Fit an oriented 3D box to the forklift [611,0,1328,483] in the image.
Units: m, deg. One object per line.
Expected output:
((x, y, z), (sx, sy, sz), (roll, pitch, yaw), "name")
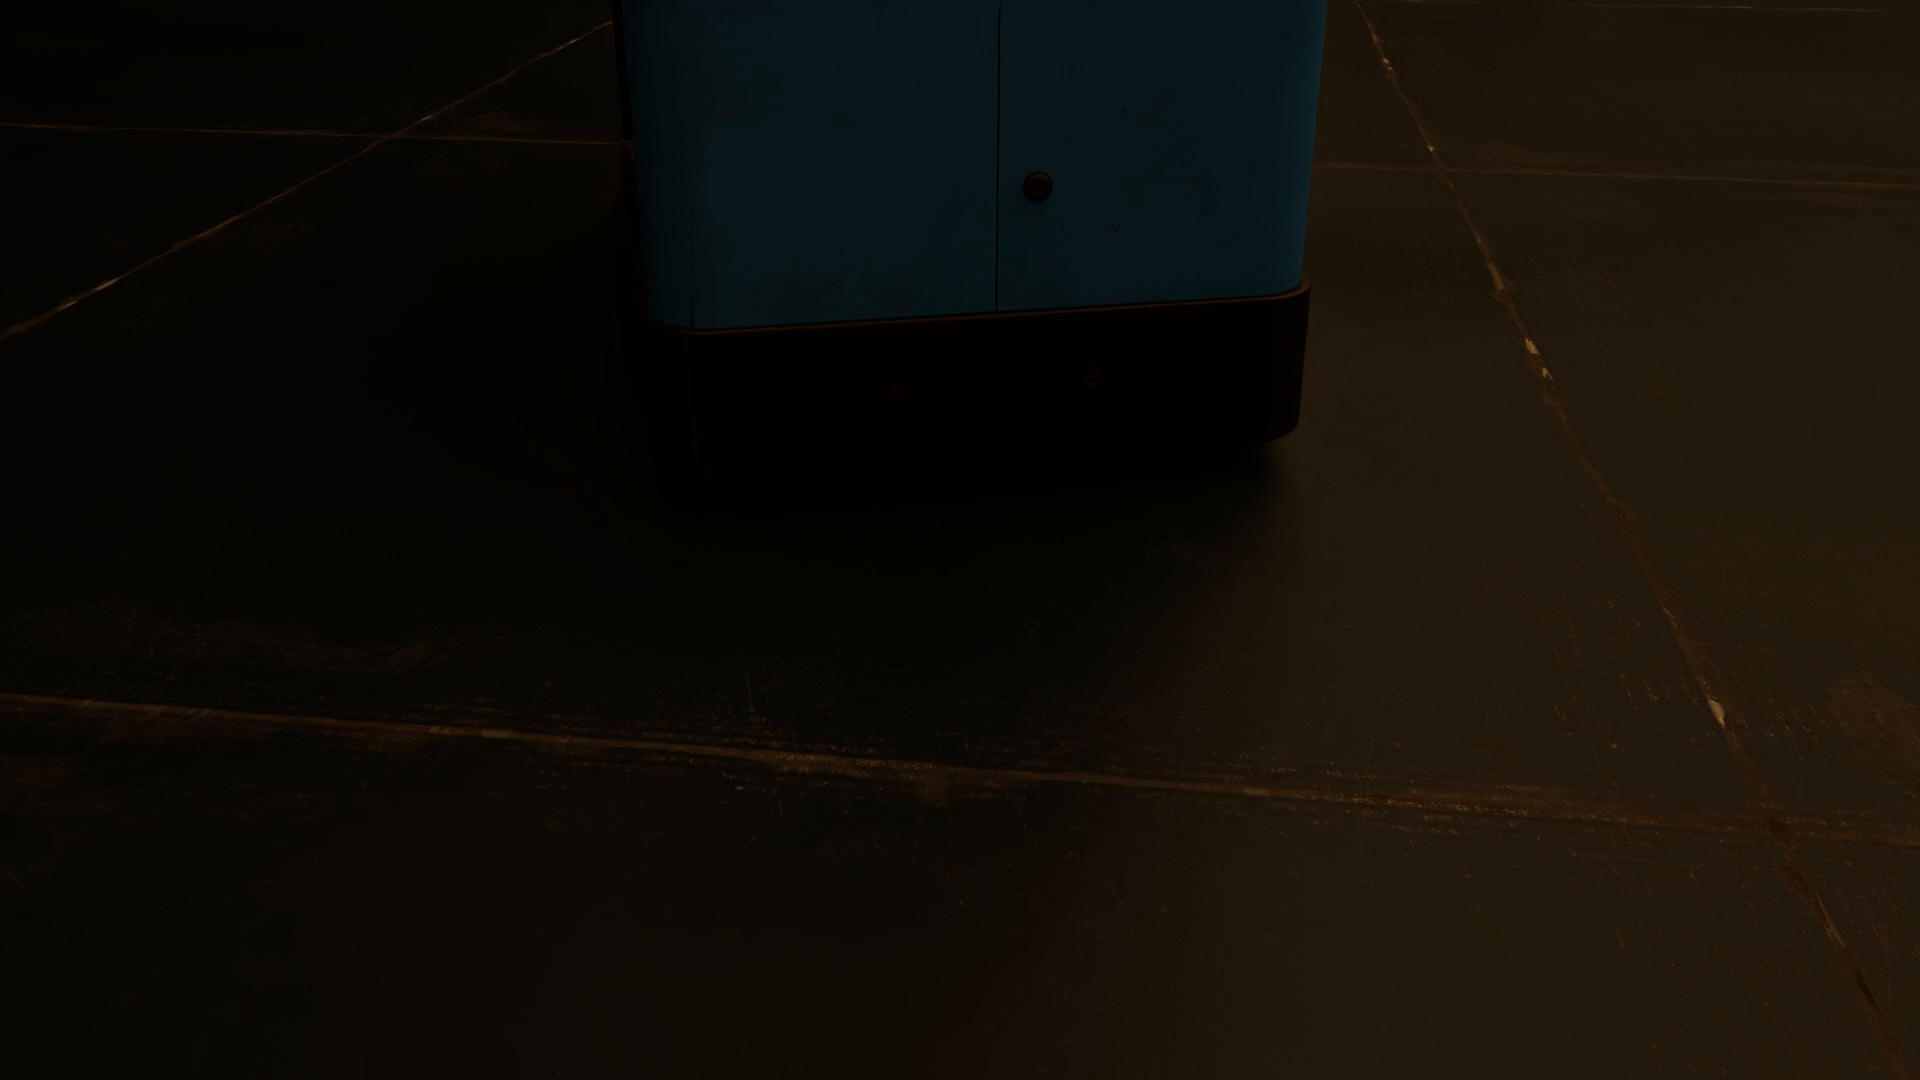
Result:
((-0.221, -2.031, 3.288), (1.130, 2.935, 3.031), (-5, 27, -9), "forklift")
